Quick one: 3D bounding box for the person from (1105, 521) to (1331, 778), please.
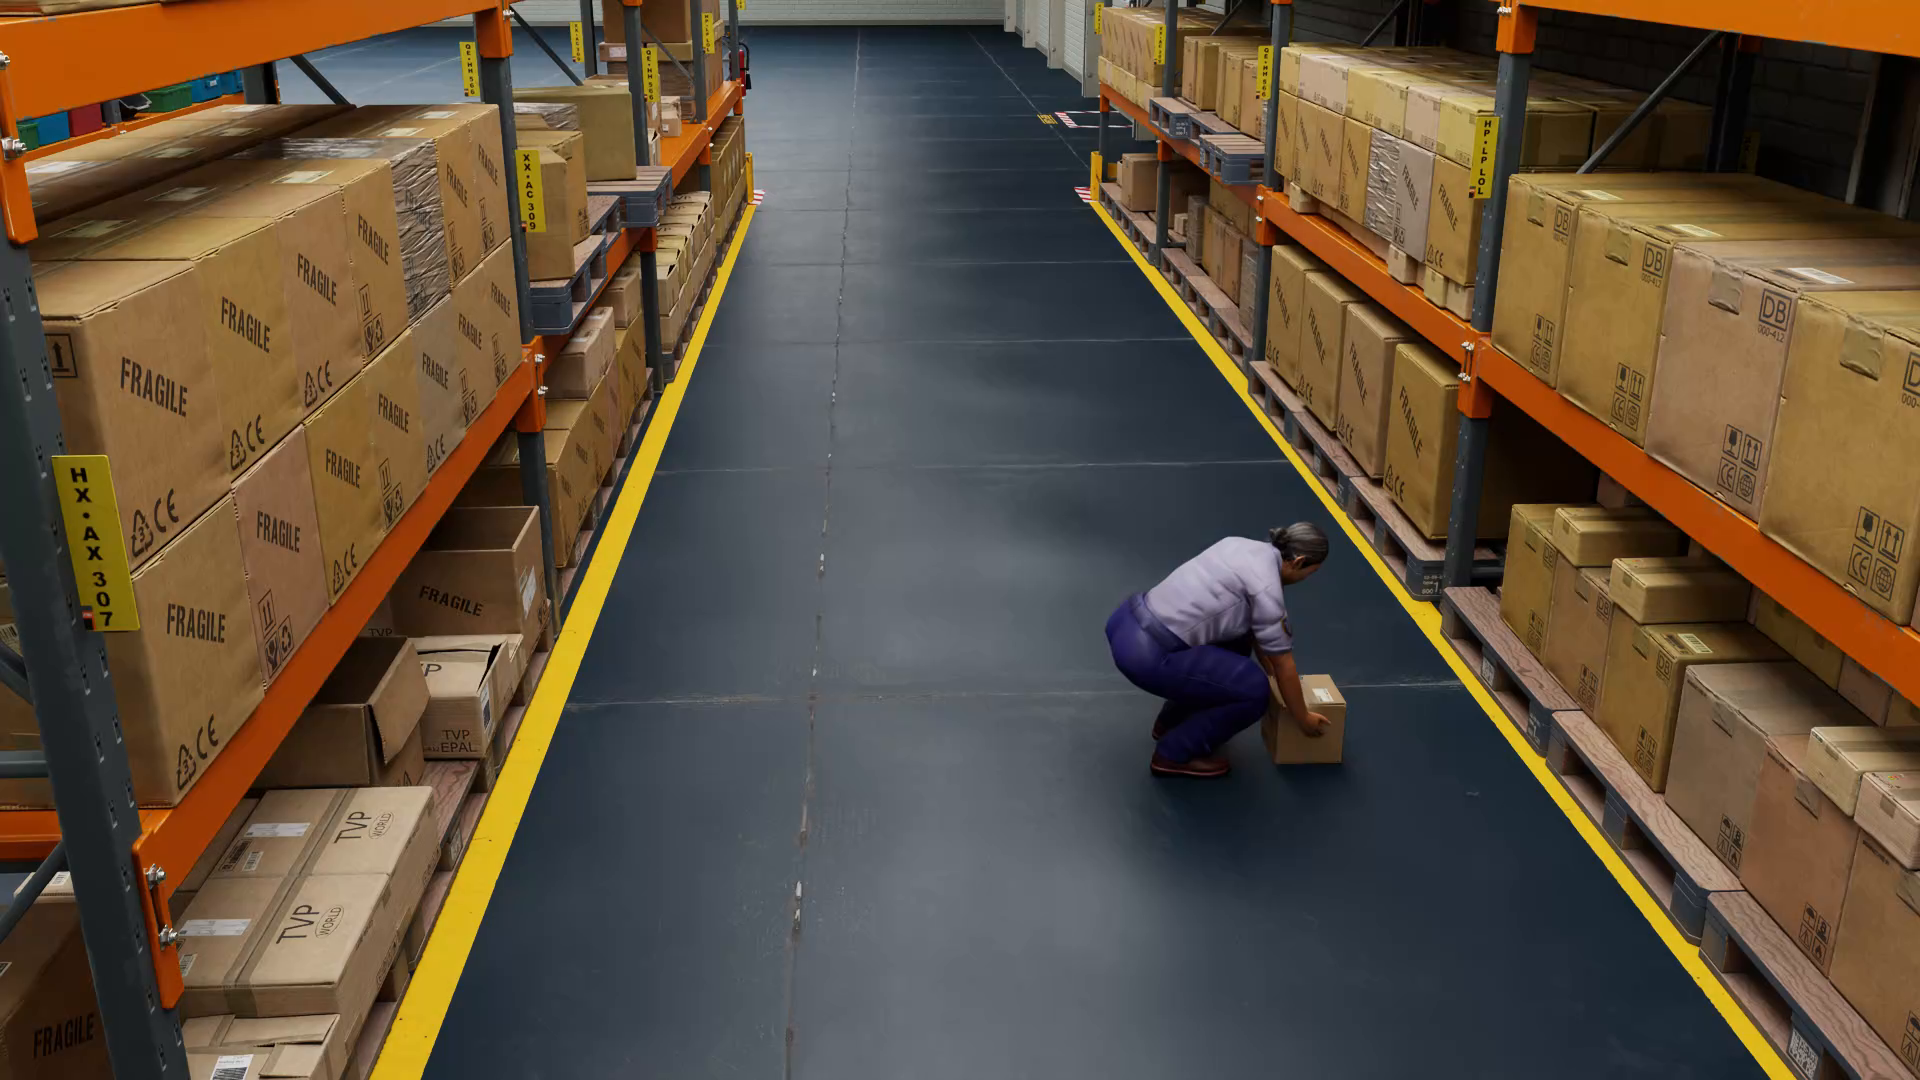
[{"bbox_3d":[0.949,0.383,6.151,0.821,0.902,0.526,-1,21,-3],"label":"person"}]
